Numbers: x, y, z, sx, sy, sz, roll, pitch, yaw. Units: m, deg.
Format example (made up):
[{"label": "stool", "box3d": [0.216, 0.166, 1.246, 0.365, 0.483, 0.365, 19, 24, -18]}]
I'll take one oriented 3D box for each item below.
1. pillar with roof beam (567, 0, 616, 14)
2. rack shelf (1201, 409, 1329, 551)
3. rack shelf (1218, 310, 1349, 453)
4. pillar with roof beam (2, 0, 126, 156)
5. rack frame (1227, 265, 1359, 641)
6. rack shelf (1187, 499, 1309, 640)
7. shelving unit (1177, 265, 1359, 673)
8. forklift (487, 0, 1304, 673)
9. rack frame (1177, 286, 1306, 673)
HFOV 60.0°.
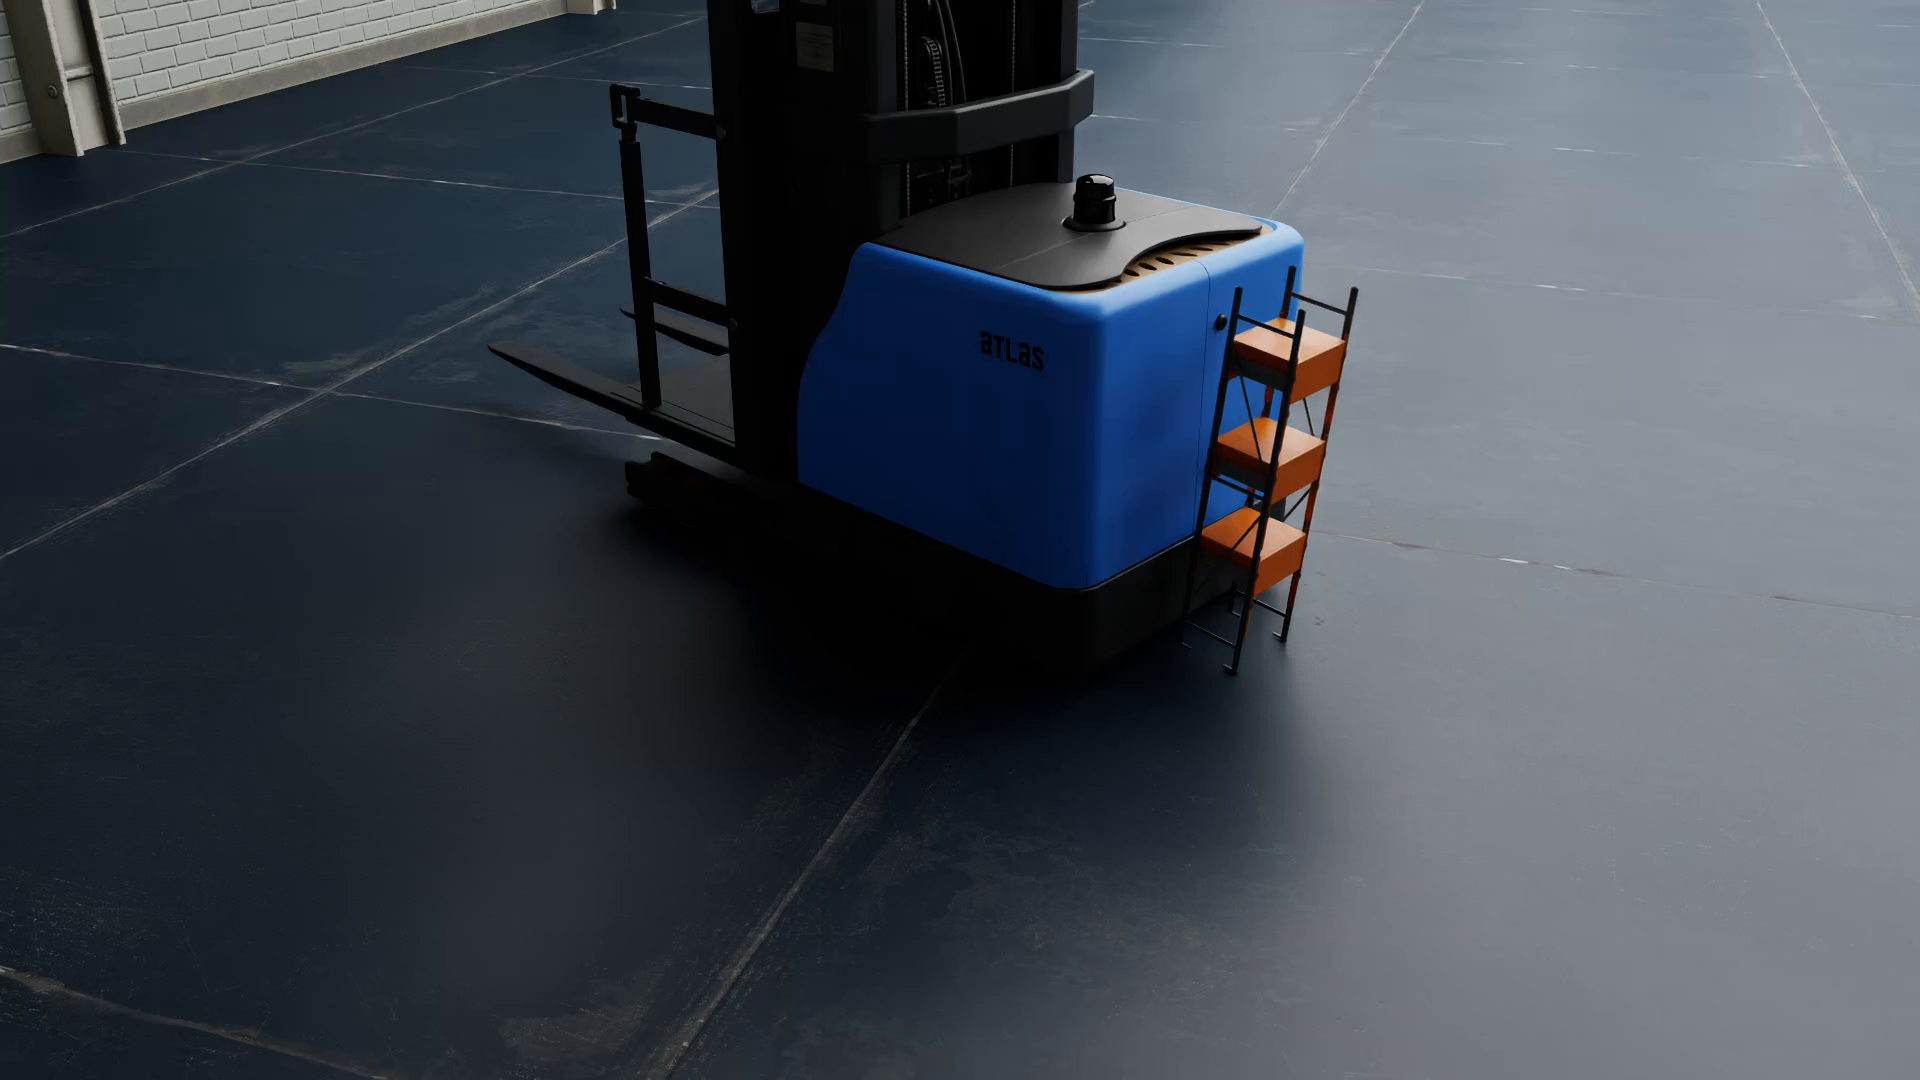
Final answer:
[{"label": "pillar with roof beam", "box3d": [0.655, -8.308, 12.083, 9.100, 9.000, 0.400, 9, 27, 17]}, {"label": "rack shelf", "box3d": [0.797, -0.163, 4.384, 0.215, 0.259, 0.240, 28, 37, 34]}, {"label": "rack shelf", "box3d": [0.818, -0.408, 4.243, 0.215, 0.259, 0.240, 28, 37, 34]}, {"label": "pillar with roof beam", "box3d": [-1.341, -5.842, 6.990, 9.100, 9.000, 0.400, 9, 27, 17]}, {"label": "rack frame", "box3d": [0.880, -0.211, 4.459, 0.200, 1.050, 0.008, 28, 37, 34]}, {"label": "rack shelf", "box3d": [0.776, 0.078, 4.522, 0.215, 0.259, 0.240, 28, 37, 34]}, {"label": "shelving unit", "box3d": [0.798, -0.172, 4.379, 0.215, 1.050, 0.252, 28, 37, 34]}, {"label": "forklift", "box3d": [-0.452, -1.506, 4.996, 3.031, 2.935, 1.130, 22, 34, 38]}, {"label": "rack frame", "box3d": [0.715, -0.132, 4.298, 0.200, 1.050, 0.008, 28, 37, 34]}]
